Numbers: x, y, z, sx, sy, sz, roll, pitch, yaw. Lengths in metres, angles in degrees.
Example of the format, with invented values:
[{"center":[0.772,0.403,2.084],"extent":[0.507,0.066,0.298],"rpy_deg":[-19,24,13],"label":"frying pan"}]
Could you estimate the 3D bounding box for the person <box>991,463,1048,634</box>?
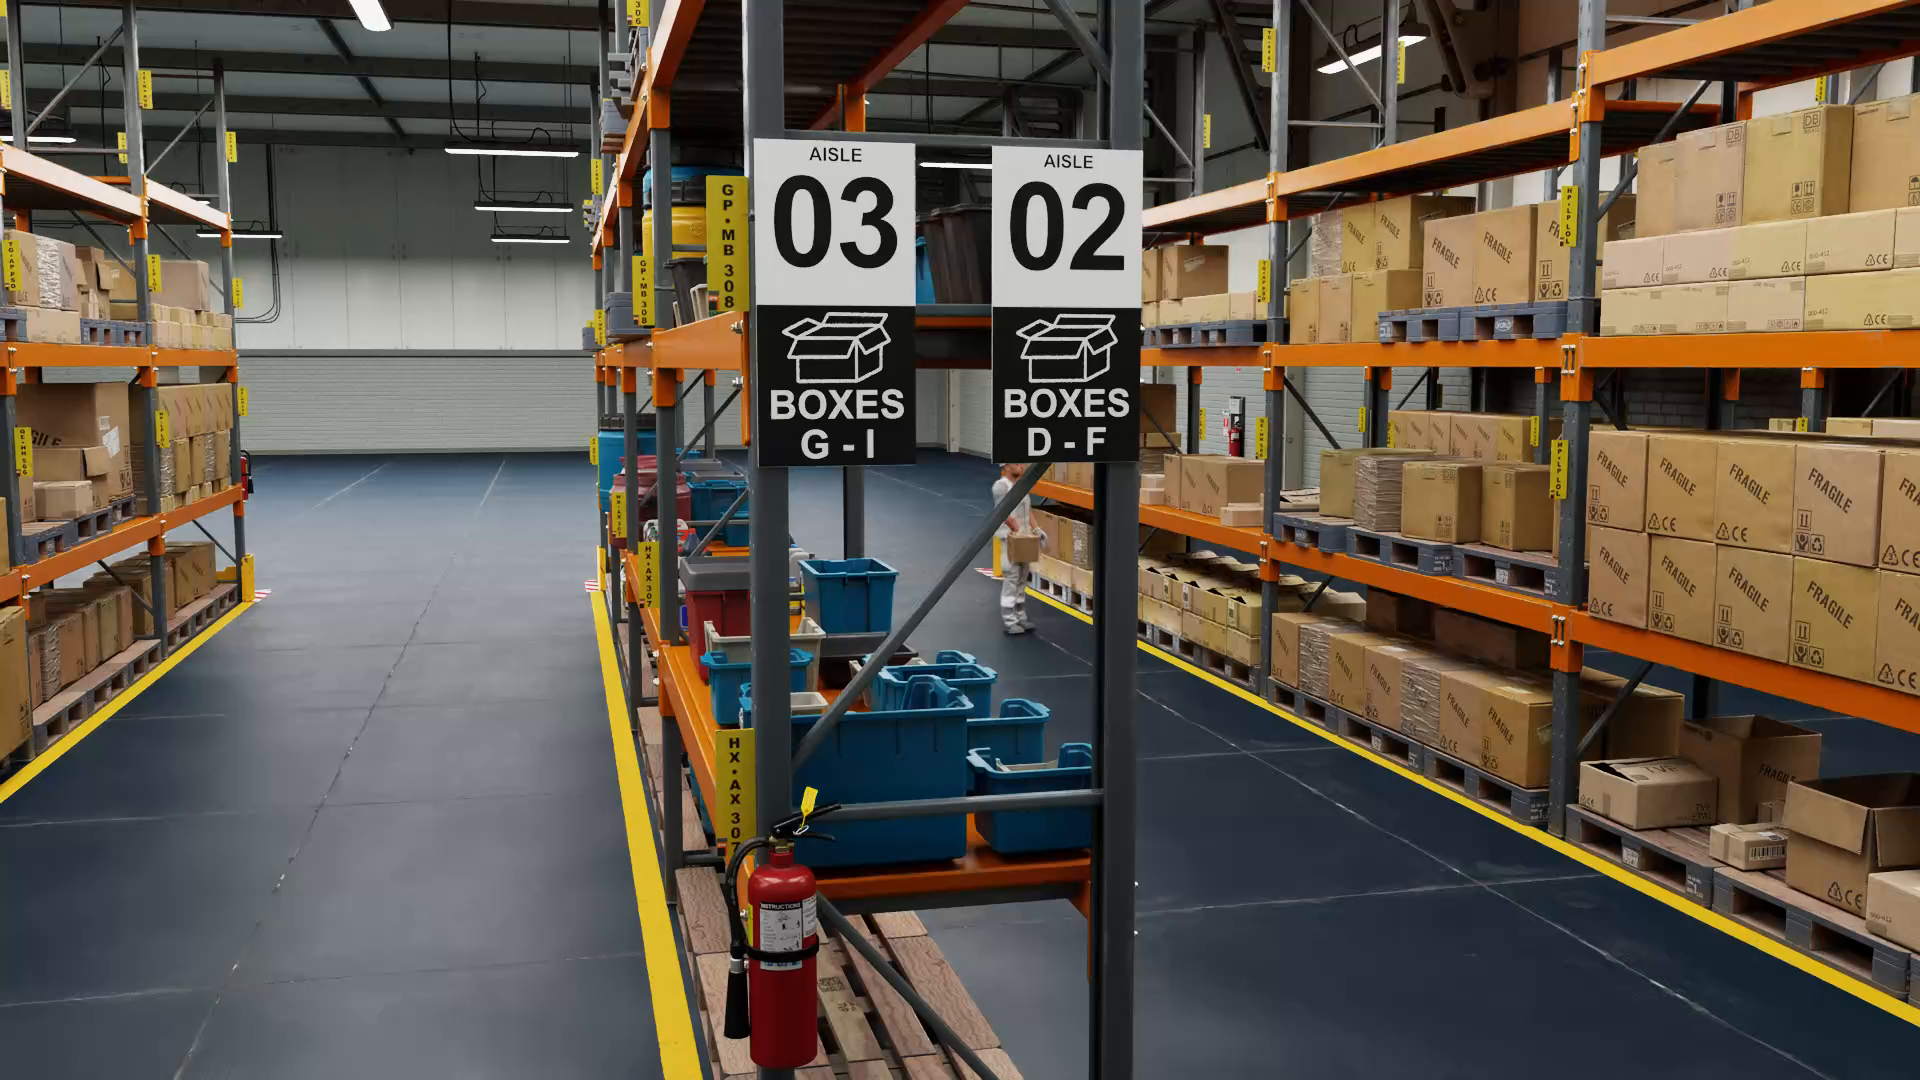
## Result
[{"center":[0.580,0.013,16.589],"extent":[0.498,1.792,0.578],"rpy_deg":[4,7,30],"label":"person"}]
